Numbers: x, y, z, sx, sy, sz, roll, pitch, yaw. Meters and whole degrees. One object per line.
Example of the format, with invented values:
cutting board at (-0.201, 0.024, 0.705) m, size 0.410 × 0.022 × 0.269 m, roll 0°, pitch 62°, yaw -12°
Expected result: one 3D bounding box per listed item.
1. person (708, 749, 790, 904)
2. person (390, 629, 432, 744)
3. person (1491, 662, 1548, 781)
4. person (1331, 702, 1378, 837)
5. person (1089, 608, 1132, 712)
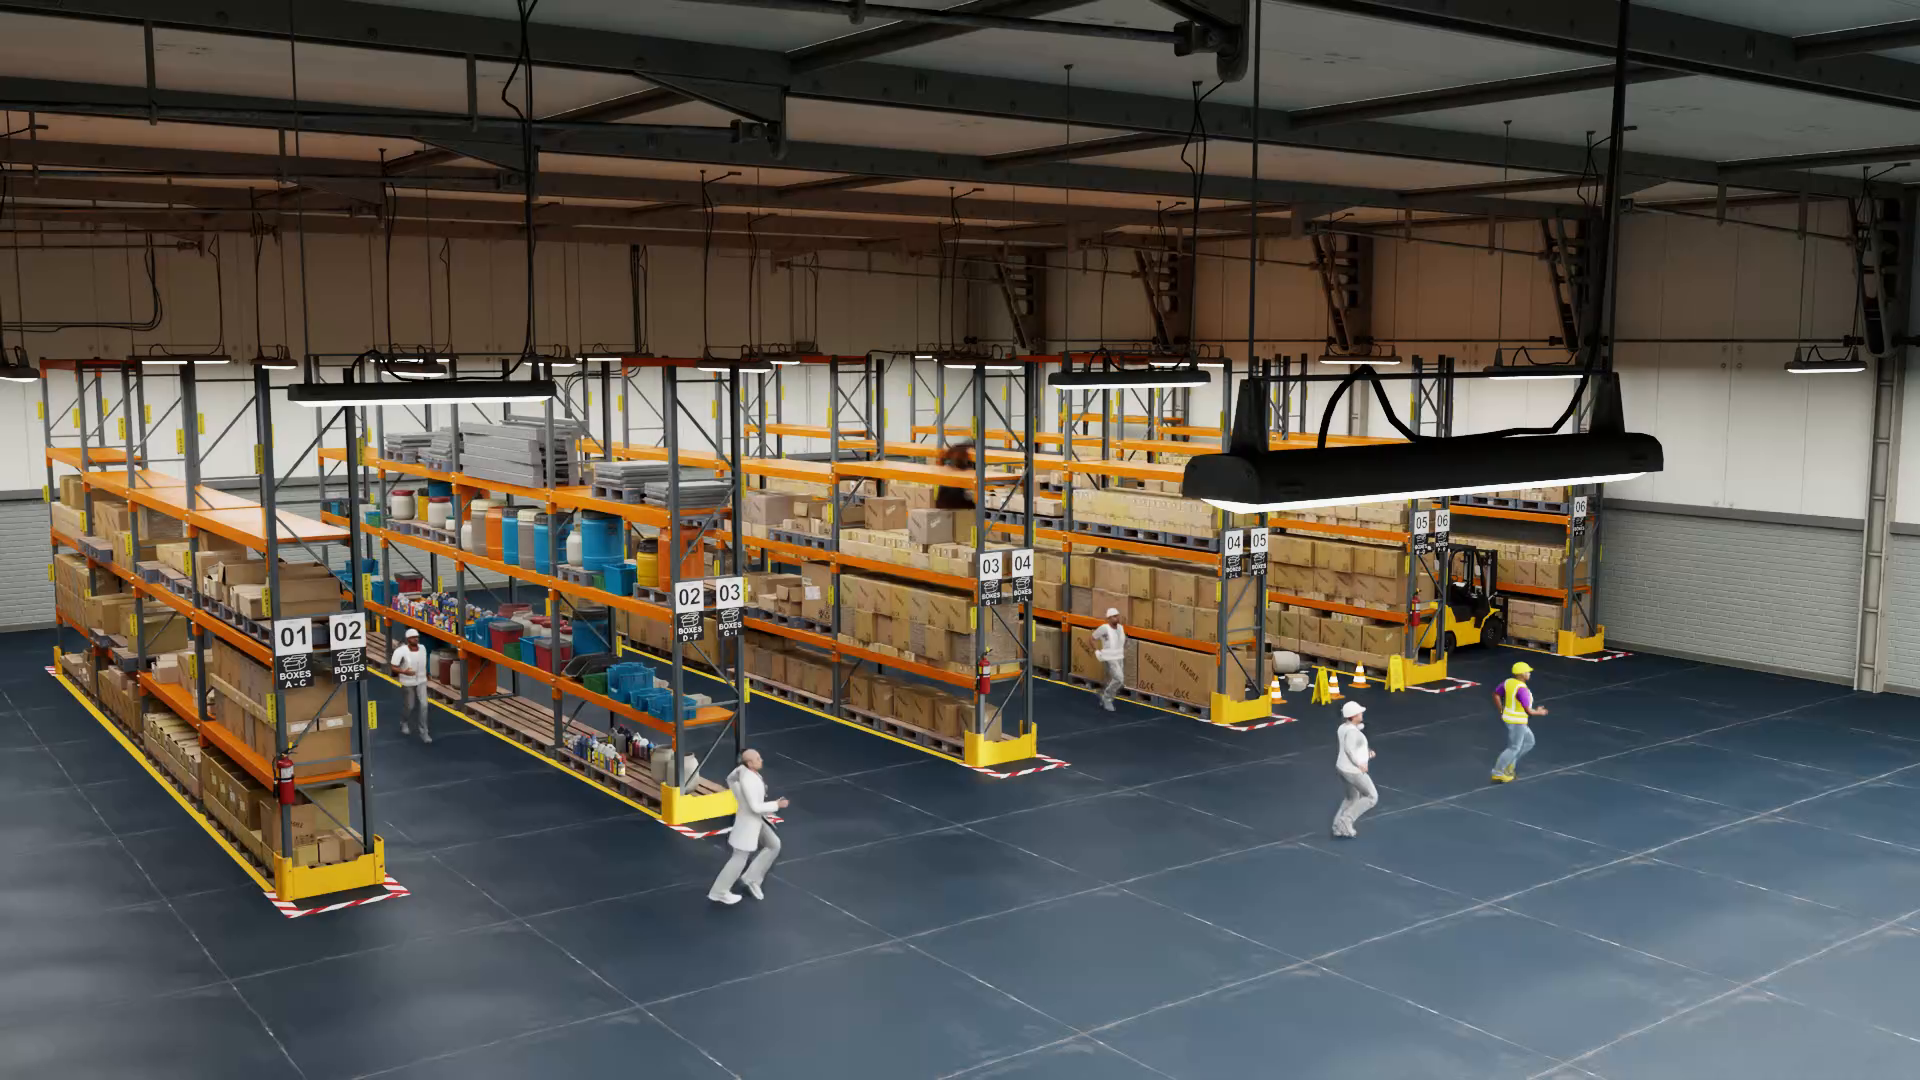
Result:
person at (-2.368, 3.214, 18.714) m, size 0.933 × 1.758 × 0.731 m, roll 0°, pitch 7°, yaw -3°
person at (-8.689, 2.273, 26.375) m, size 0.686 × 1.760 × 0.874 m, roll -5°, pitch 9°, yaw -38°
person at (8.010, 2.603, 23.837) m, size 0.757 × 1.737 × 0.674 m, roll 0°, pitch 7°, yaw 1°
person at (5.061, 2.919, 21.218) m, size 0.615 × 1.729 × 0.635 m, roll -1°, pitch 7°, yaw -8°
person at (2.637, 2.046, 28.368) m, size 0.674 × 1.768 × 0.660 m, roll 6°, pitch 9°, yaw 43°
